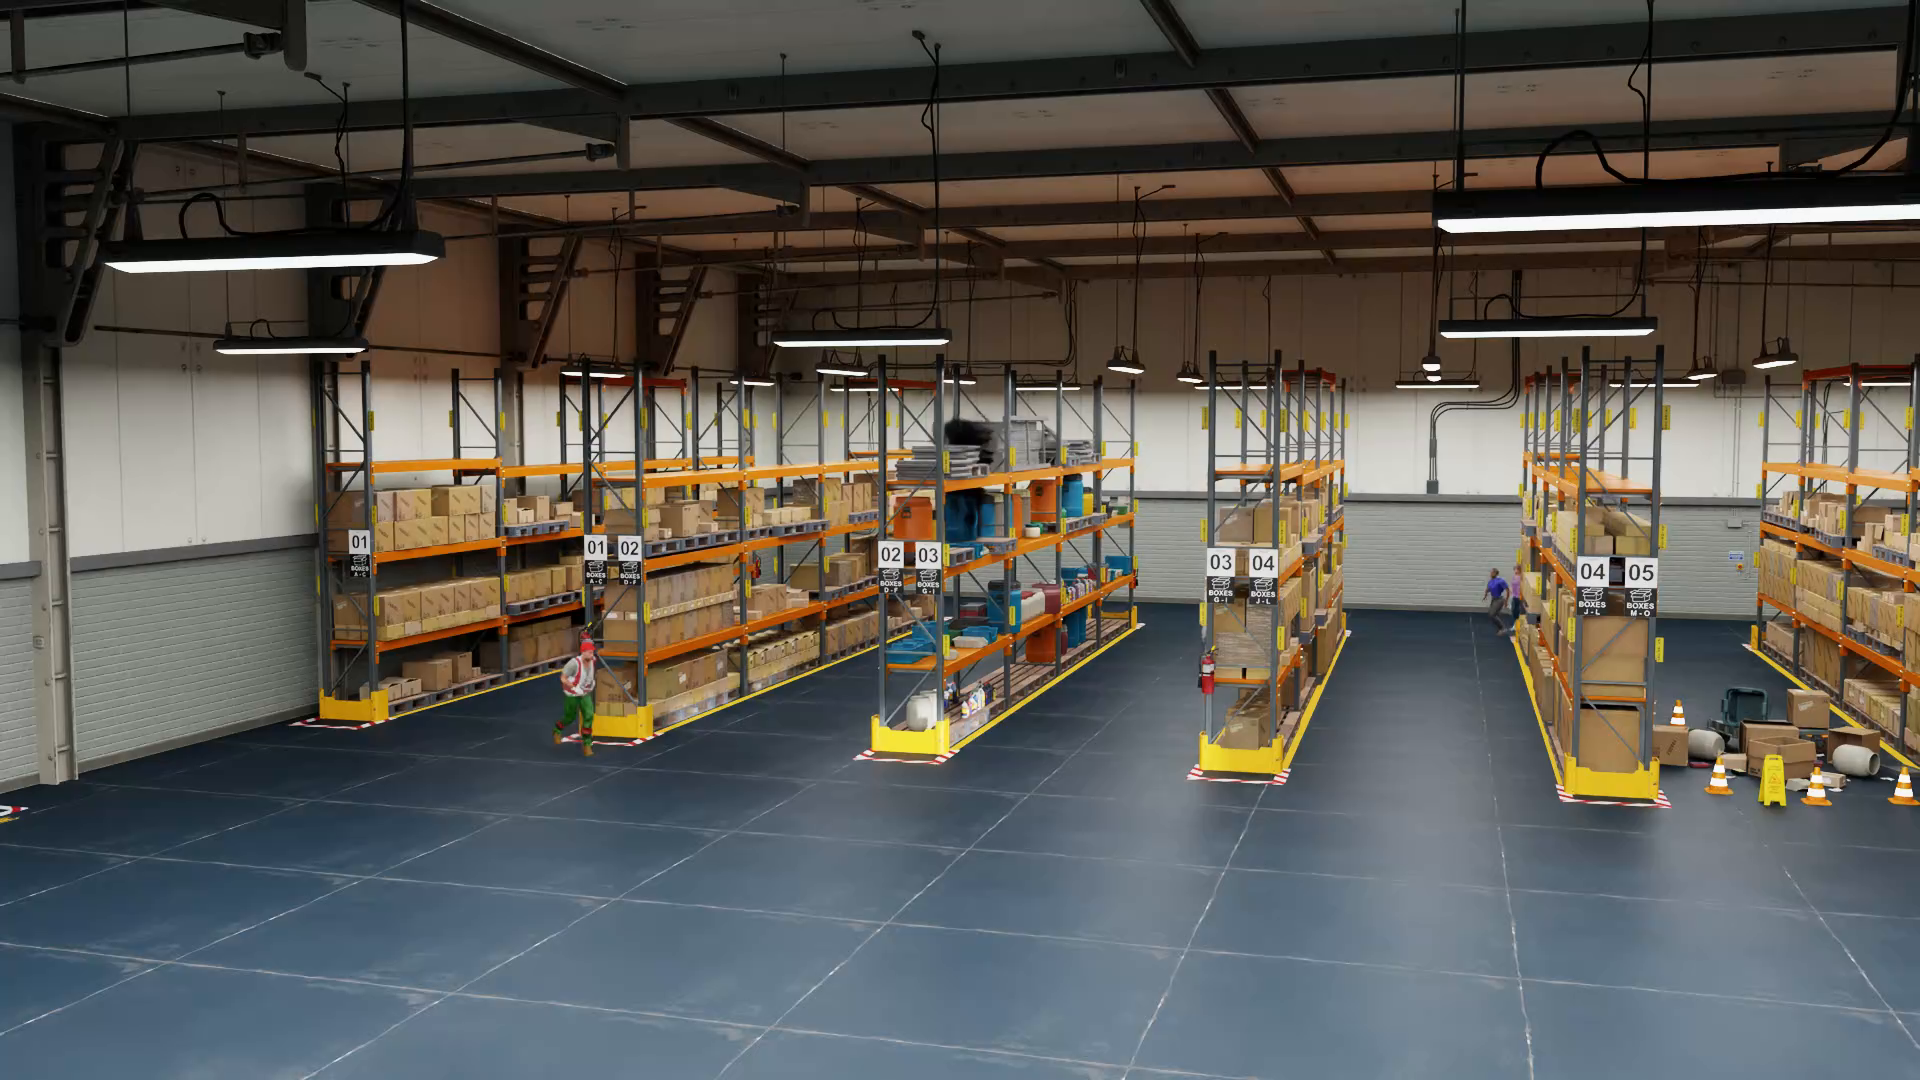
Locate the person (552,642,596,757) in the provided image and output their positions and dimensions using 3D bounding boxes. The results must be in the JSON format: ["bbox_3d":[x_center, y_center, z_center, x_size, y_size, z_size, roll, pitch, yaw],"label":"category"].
[{"bbox_3d":[-5.841,2.369,25.145,1.044,1.736,0.689,3,5,39],"label":"person"}]

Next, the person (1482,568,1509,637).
[{"bbox_3d":[12.519,1.452,38.744,0.612,1.596,0.635,-1,4,-13],"label":"person"}]

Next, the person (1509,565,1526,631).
[{"bbox_3d":[13.465,1.387,39.844,0.641,1.575,0.561,-2,5,-28],"label":"person"}]

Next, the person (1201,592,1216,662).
[{"bbox_3d":[5.218,1.680,34.228,0.678,1.728,0.801,2,4,21],"label":"person"}]
